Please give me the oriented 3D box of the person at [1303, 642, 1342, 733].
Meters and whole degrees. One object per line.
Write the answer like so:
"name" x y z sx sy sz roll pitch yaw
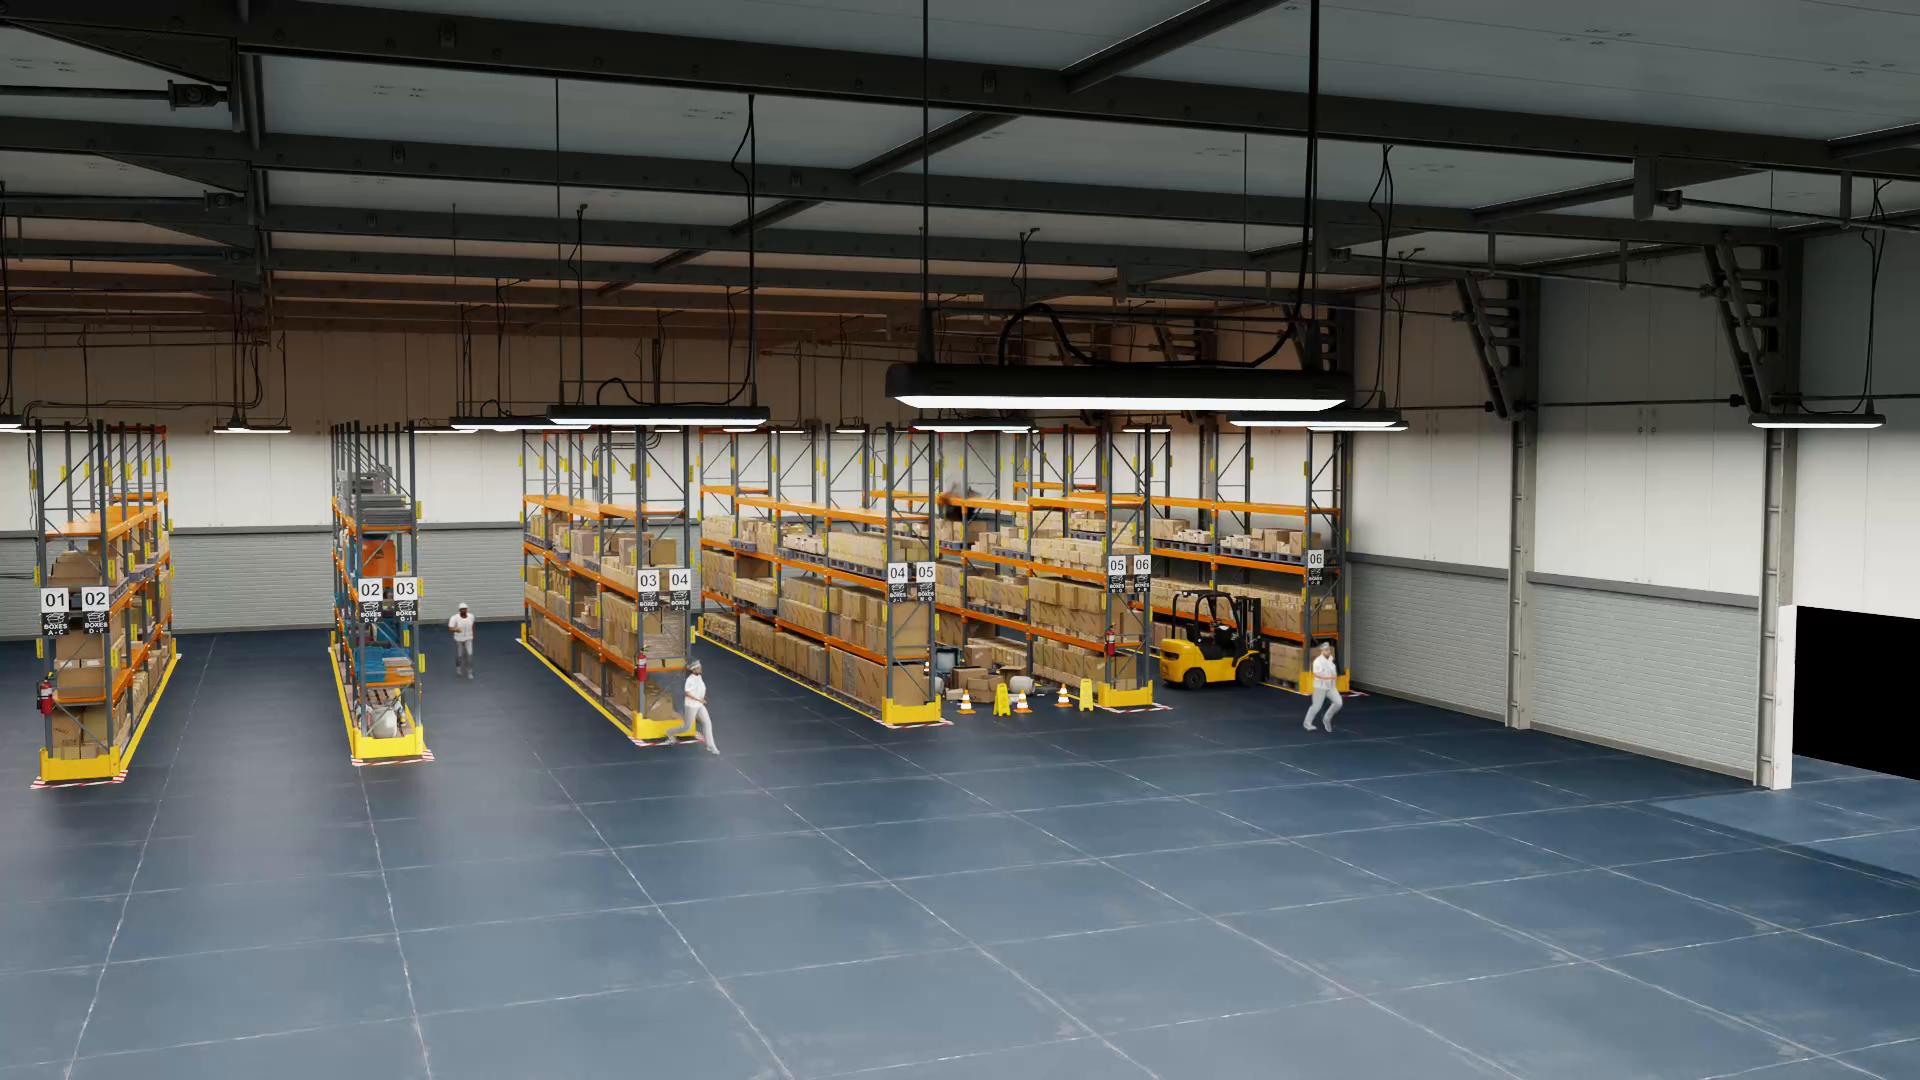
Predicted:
"person" 7.046 2.834 32.065 0.677 1.774 0.872 -2 4 -32

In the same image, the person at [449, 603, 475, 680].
"person" -11.771 2.373 39.345 0.640 1.796 0.874 -2 4 -26

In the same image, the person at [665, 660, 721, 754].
"person" -4.831 3.018 30.068 1.080 1.704 0.546 2 4 24

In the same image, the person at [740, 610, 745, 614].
"person" -6.500 1.832 49.376 0.653 1.626 0.599 -3 4 -37
